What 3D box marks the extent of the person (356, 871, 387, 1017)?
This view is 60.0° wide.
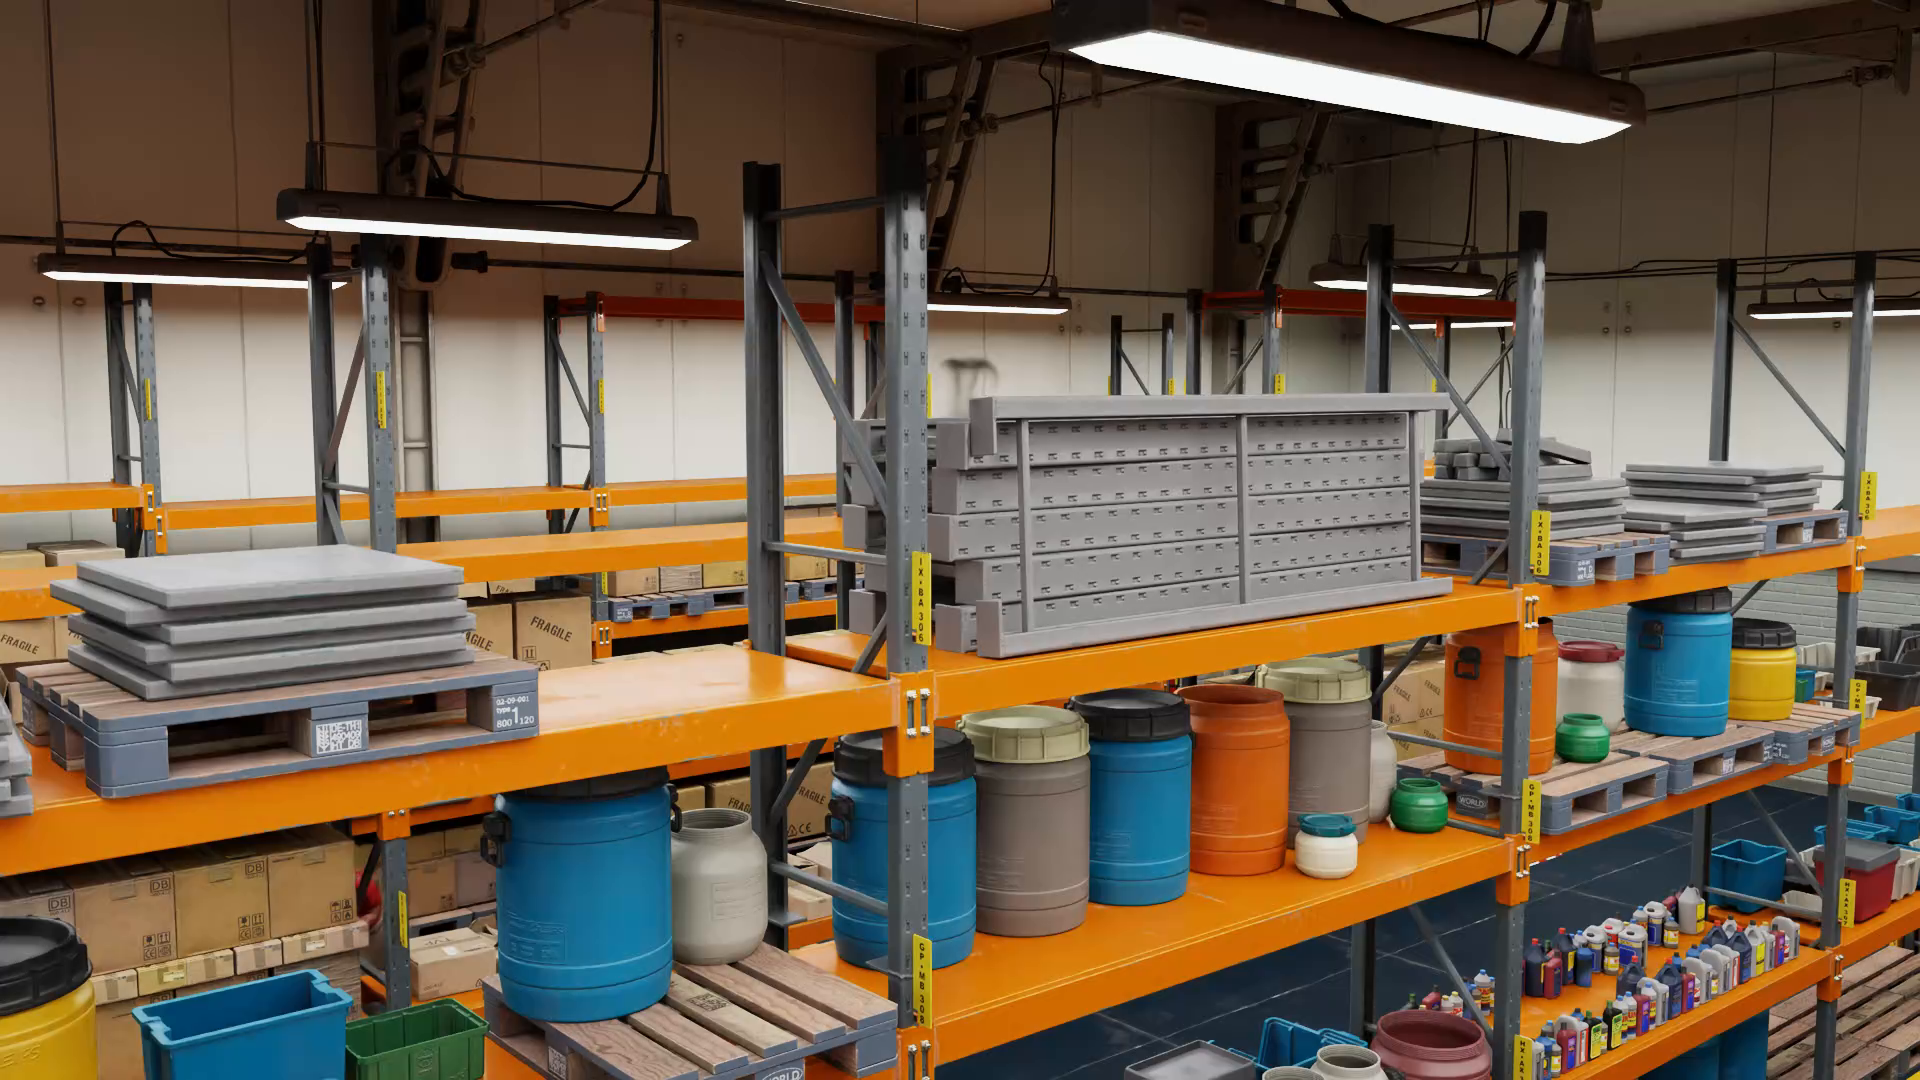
[{"bbox_3d":[-4.641,3.126,12.875,0.654,1.659,0.760,4,7,33],"label":"person"}]
